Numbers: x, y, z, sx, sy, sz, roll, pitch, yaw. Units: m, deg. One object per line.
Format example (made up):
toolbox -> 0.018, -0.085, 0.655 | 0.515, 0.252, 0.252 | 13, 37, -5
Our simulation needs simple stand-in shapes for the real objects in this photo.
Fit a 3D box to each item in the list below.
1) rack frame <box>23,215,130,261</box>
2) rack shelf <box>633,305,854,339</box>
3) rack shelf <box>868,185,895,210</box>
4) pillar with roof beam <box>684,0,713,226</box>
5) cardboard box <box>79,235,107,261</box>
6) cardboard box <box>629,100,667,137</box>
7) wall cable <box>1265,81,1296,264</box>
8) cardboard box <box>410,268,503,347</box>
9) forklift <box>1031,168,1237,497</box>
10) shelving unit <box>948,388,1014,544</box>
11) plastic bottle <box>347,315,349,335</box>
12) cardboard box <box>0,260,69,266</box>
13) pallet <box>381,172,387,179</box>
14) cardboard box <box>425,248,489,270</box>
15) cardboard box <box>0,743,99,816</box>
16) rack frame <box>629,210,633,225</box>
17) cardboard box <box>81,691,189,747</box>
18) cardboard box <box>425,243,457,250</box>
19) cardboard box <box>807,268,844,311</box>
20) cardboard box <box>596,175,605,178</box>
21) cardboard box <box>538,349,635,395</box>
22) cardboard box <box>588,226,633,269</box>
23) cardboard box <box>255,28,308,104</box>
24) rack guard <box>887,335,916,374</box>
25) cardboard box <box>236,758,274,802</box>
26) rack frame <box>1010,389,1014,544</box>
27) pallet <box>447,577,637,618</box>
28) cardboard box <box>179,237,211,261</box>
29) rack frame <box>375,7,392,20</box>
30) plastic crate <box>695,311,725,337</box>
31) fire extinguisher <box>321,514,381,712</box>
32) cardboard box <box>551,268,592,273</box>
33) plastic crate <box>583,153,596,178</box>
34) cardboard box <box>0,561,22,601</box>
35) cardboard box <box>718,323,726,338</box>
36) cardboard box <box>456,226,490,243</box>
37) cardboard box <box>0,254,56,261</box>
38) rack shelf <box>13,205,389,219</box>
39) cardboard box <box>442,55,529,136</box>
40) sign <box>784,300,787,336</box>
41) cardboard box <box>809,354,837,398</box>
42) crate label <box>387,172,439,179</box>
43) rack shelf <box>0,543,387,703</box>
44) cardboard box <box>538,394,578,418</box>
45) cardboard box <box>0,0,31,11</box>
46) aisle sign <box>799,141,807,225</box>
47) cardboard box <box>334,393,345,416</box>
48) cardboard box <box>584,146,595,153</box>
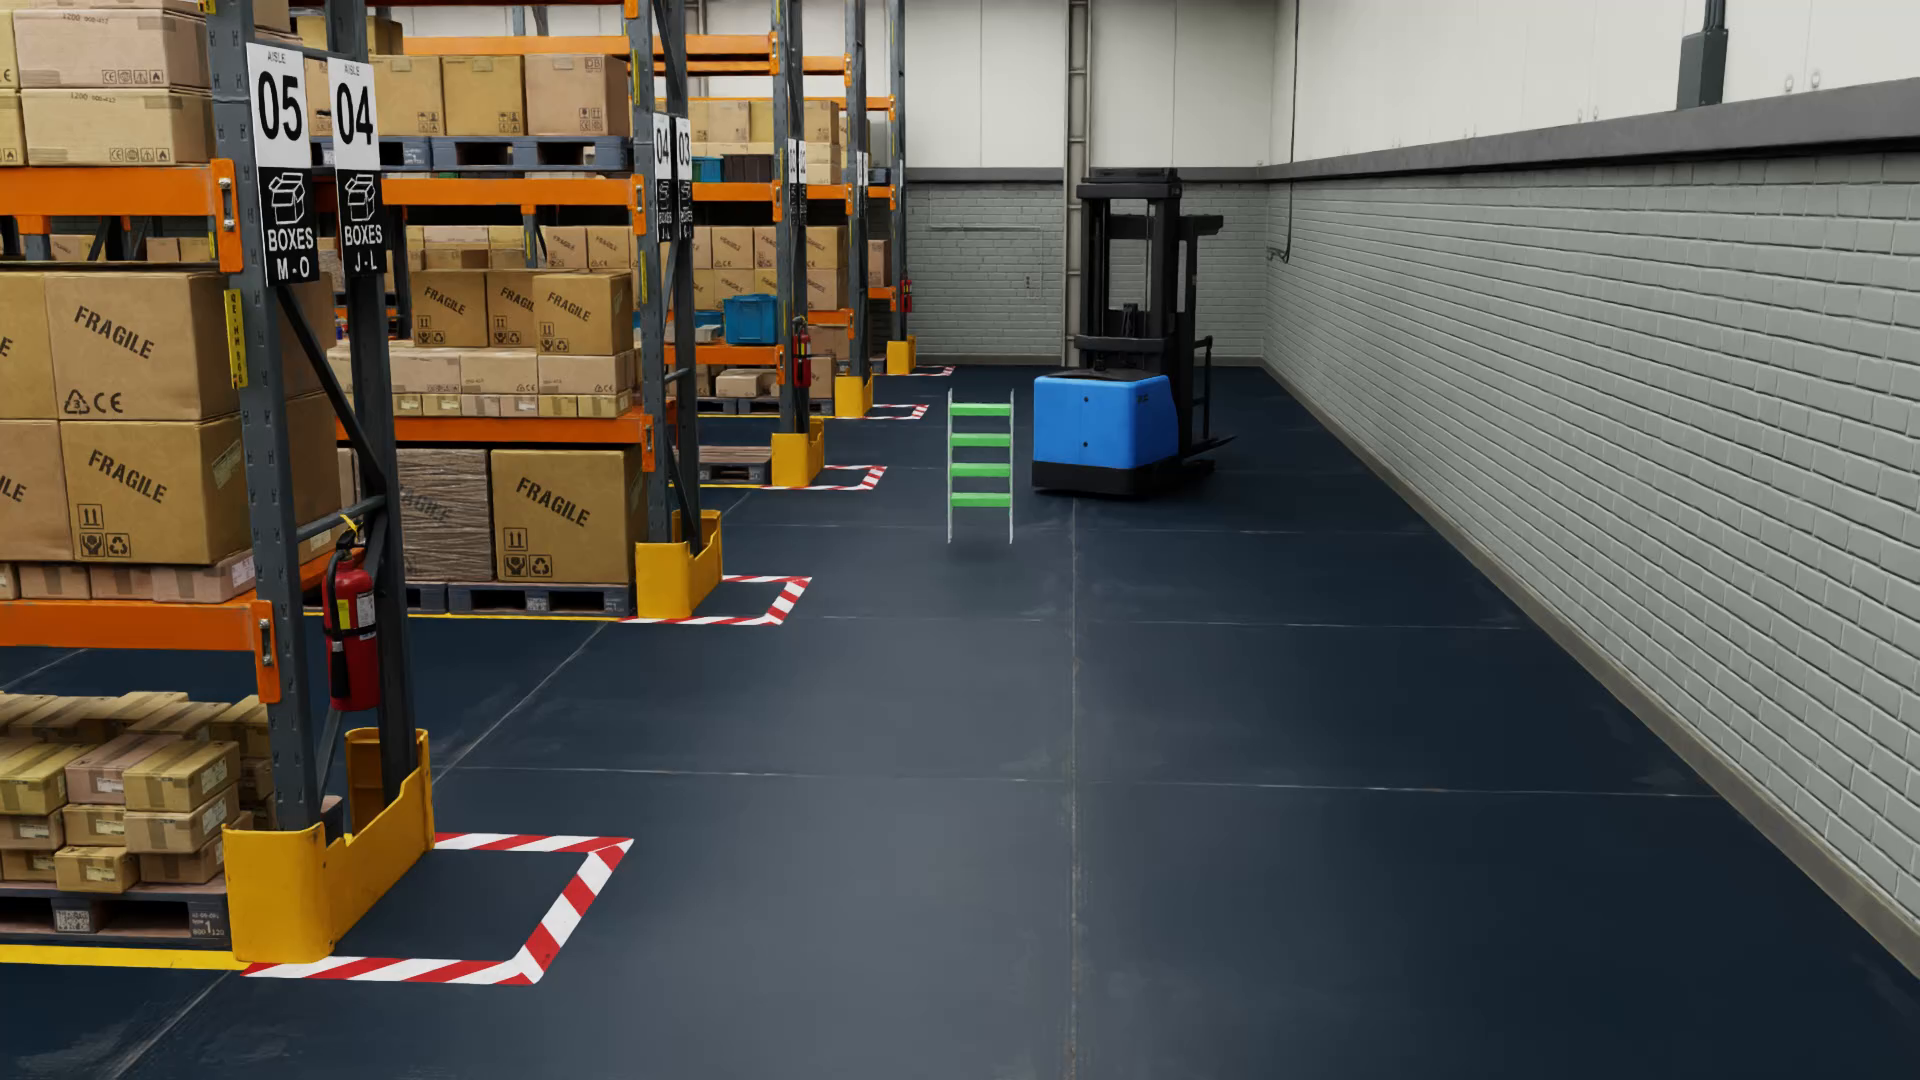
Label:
rack frame -> -5.918, -1.130, 11.344 | 0.127, 3.000, 1.000 | 1, 12, 4
rack shelf -> -3.257, -2.774, 20.961 | 4.000, 0.370, 1.077 | 1, 12, 4
rack shelf -> -2.930, -5.254, 25.492 | 4.000, 0.370, 1.077 | 1, 12, 4
pillar with roof beam -> -4.457, -6.390, 21.837 | 0.400, 9.000, 9.100 | 1, 12, 4
cardboard box -> -13.400, -4.522, 26.045 | 0.500, 0.500, 0.500 | 1, 12, 4
cardboard box -> -3.776, -5.120, 20.406 | 0.500, 0.500, 0.700 | 1, 12, 4
wall cable -> 4.685, -5.377, 24.579 | 0.112, 2.526, 3.097 | 1, 12, 4
cardboard box -> -3.404, -1.589, 11.346 | 0.500, 0.500, 0.500 | 0, 12, 2
forklift -> 1.840, -2.075, 16.031 | 1.130, 2.935, 3.031 | 7, 14, 30
shelving unit -> 0.165, -0.585, 13.134 | 0.503, 1.200, 0.258 | 1, 12, 4
plastic bottle -> -6.058, -2.179, 16.642 | 0.133, 0.283, 0.061 | 1, 12, 4
cardboard box -> -3.811, -0.825, 6.473 | 0.500, 0.500, 0.500 | 1, 12, 2
pallet -> -6.933, -4.567, 20.906 | 1.003, 0.211, 1.213 | 1, 12, 4
cardboard box -> -6.400, -3.457, 21.197 | 0.500, 0.500, 0.700 | 3, 12, 13
cardboard box -> -3.418, 0.887, 6.185 | 0.250, 0.149, 0.380 | 1, 12, 2
rack frame -> -4.925, -4.166, 25.856 | 0.127, 3.000, 1.000 | 1, 12, 4
cardboard box -> -3.385, 0.750, 6.841 | 0.250, 0.149, 0.380 | 1, 12, 4
cardboard box -> -7.927, -4.357, 25.750 | 0.500, 0.500, 0.500 | 1, 12, 6
cardboard box -> -1.726, -3.098, 20.510 | 0.500, 0.500, 0.500 | 1, 12, 5
cardboard box -> -4.285, -4.484, 20.416 | 0.500, 0.250, 0.500 | 1, 12, 4
cardboard box -> -2.428, -1.100, 10.839 | 0.500, 0.250, 0.500 | 1, 12, 3
cardboard box -> -4.286, -3.621, 20.567 | 0.500, 0.500, 0.500 | 0, 12, 2
cardboard box -> -2.790, -1.762, 6.185 | 0.500, 0.250, 0.500 | 1, 12, 5
rack guard -> -0.910, -2.887, 25.849 | 0.348, 0.500, 1.175 | 1, 12, 4
cardboard box -> -2.865, 0.921, 6.748 | 0.250, 0.149, 0.380 | 1, 12, 6
rack frame -> 0.409, -0.582, 13.118 | 0.015, 1.200, 0.240 | 1, 12, 4
pallet -> -2.730, 0.295, 11.343 | 1.213, 0.211, 1.003 | 1, 12, 4
cardboard box -> -11.845, -4.516, 26.214 | 0.500, 0.500, 0.700 | 2, 12, 10
rack frame -> -5.587, -5.078, 15.567 | 0.127, 3.000, 1.000 | 1, 12, 4
plastic crate -> -2.477, -2.114, 16.311 | 0.300, 0.233, 0.416 | 1, 12, 4
fire extinguisher -> -2.139, 0.255, 5.823 | 0.183, 0.674, 0.296 | 1, 12, 4
cardboard box -> -4.762, -3.140, 20.708 | 0.500, 0.500, 0.500 | 1, 12, 5
plastic crate -> -3.787, -3.591, 16.071 | 0.530, 0.282, 0.437 | 1, 12, 4
cardboard box -> -3.457, 0.103, 6.064 | 0.250, 0.149, 0.380 | 1, 12, 5
cardboard box -> -3.685, -3.109, 25.884 | 0.500, 0.500, 0.700 | 1, 12, 3
cardboard box -> -7.445, -4.720, 25.654 | 0.500, 0.250, 0.500 | 1, 12, 4
cardboard box -> -6.556, -1.677, 11.264 | 0.637, 0.503, 0.797 | 0, 12, 2
rack shelf -> -7.583, -3.285, 16.078 | 4.000, 0.370, 1.077 | 1, 12, 4
cardboard box -> -3.003, -2.875, 10.848 | 0.500, 0.500, 0.700 | 0, 12, 2
sign -> -1.617, -2.054, 15.364 | 0.005, 0.325, 0.100 | 1, 12, 4
cardboard box -> -1.820, -2.048, 20.762 | 0.500, 0.500, 0.500 | 1, 12, 4
crate label -> -5.118, -3.415, 15.586 | 0.466, 0.136, 0.293 | 1, 12, 4
rack shelf -> -4.355, 0.261, 6.449 | 4.000, 0.370, 1.077 | 1, 12, 4
cardboard box -> -2.564, -0.893, 10.825 | 0.250, 0.149, 0.380 | 1, 12, 4
cardboard box -> -3.206, -1.869, 5.723 | 0.250, 0.149, 0.380 | 0, 12, 2
aisle sign -> -1.504, -3.419, 15.938 | 0.004, 0.787, 0.394 | 1, 12, 4
cardboard box -> -4.090, -0.914, 10.925 | 0.250, 0.149, 0.380 | 0, 12, 2
cardboard box -> -4.285, -4.729, 20.370 | 0.500, 0.250, 0.500 | 1, 12, 4
